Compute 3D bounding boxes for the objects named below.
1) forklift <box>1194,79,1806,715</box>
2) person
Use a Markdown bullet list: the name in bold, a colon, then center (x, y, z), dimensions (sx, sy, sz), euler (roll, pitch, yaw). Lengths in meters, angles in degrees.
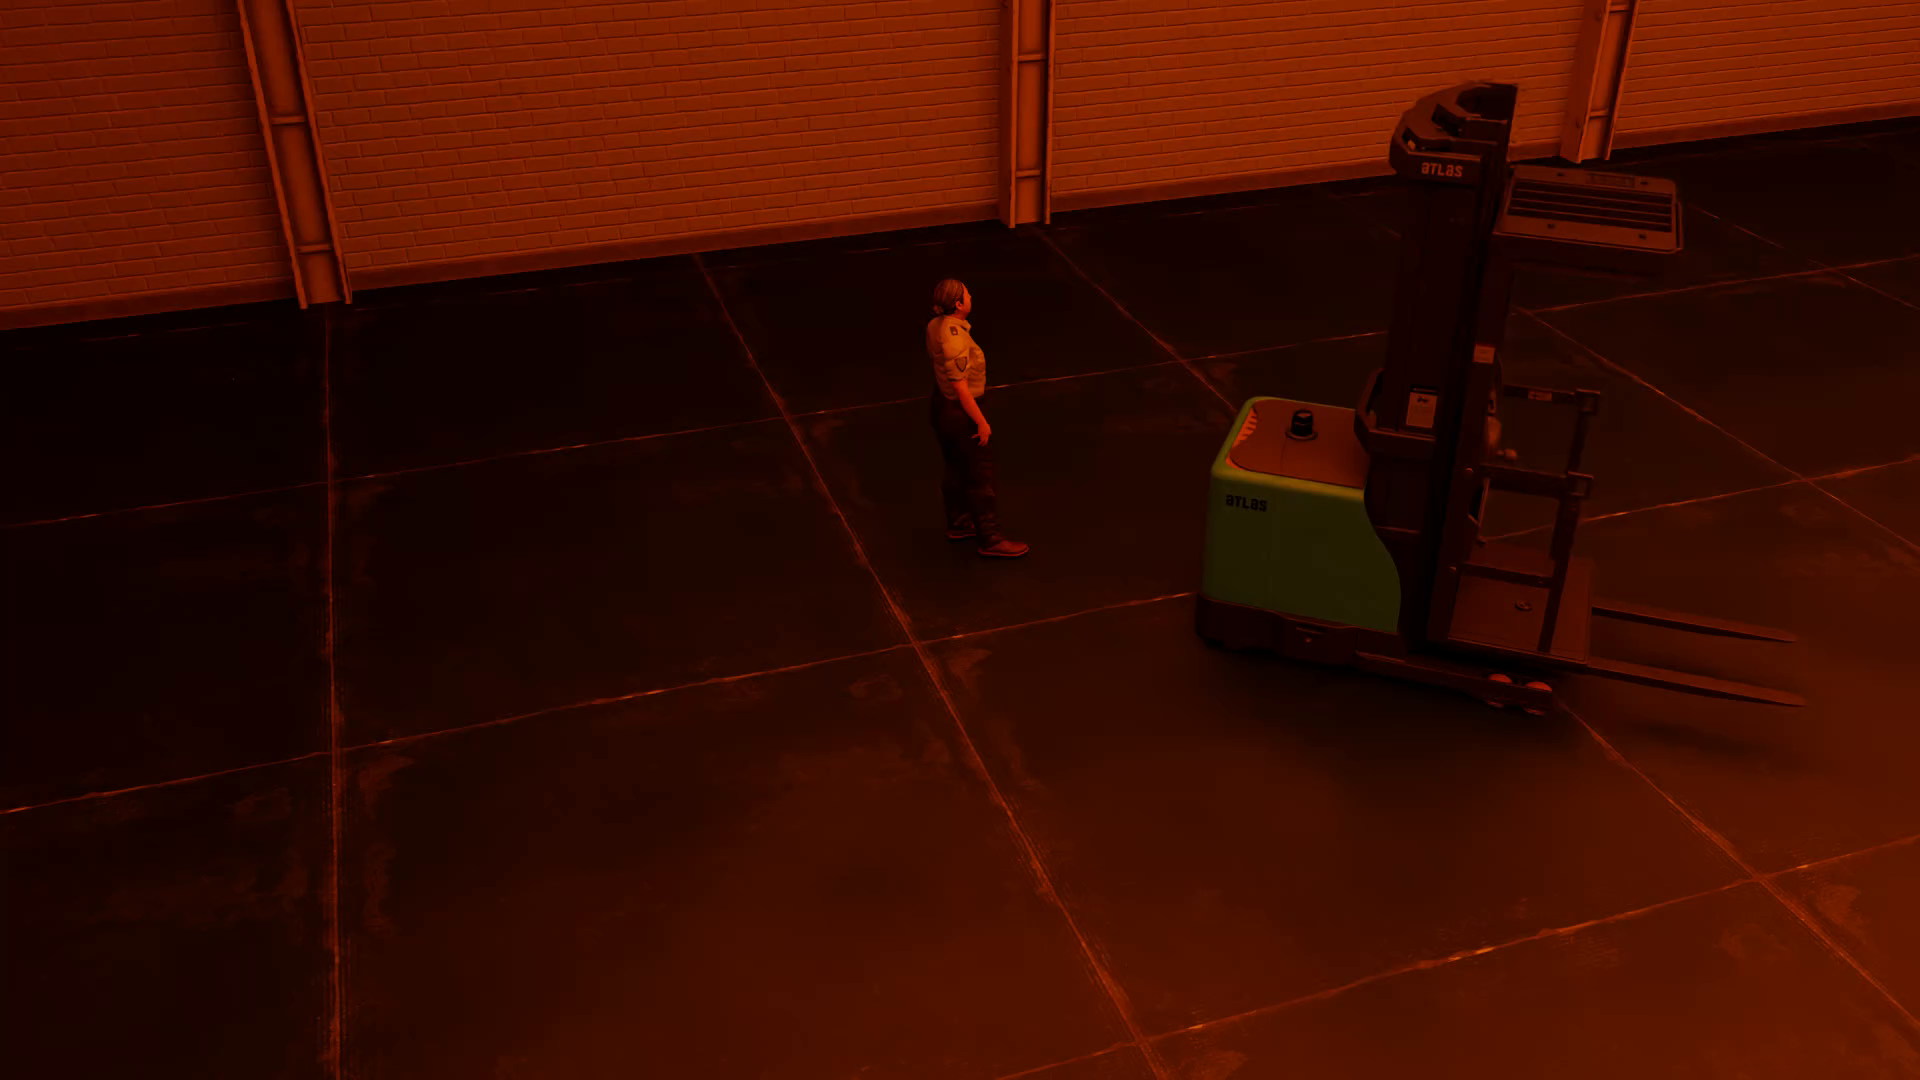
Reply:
- **forklift**: center (2.849, -0.681, 8.270), dimensions (3.031, 2.935, 1.130), euler (10, 32, 17)
- **person**: center (0.092, -0.725, 9.617), dimensions (0.503, 1.651, 0.598), euler (-10, 31, -16)
